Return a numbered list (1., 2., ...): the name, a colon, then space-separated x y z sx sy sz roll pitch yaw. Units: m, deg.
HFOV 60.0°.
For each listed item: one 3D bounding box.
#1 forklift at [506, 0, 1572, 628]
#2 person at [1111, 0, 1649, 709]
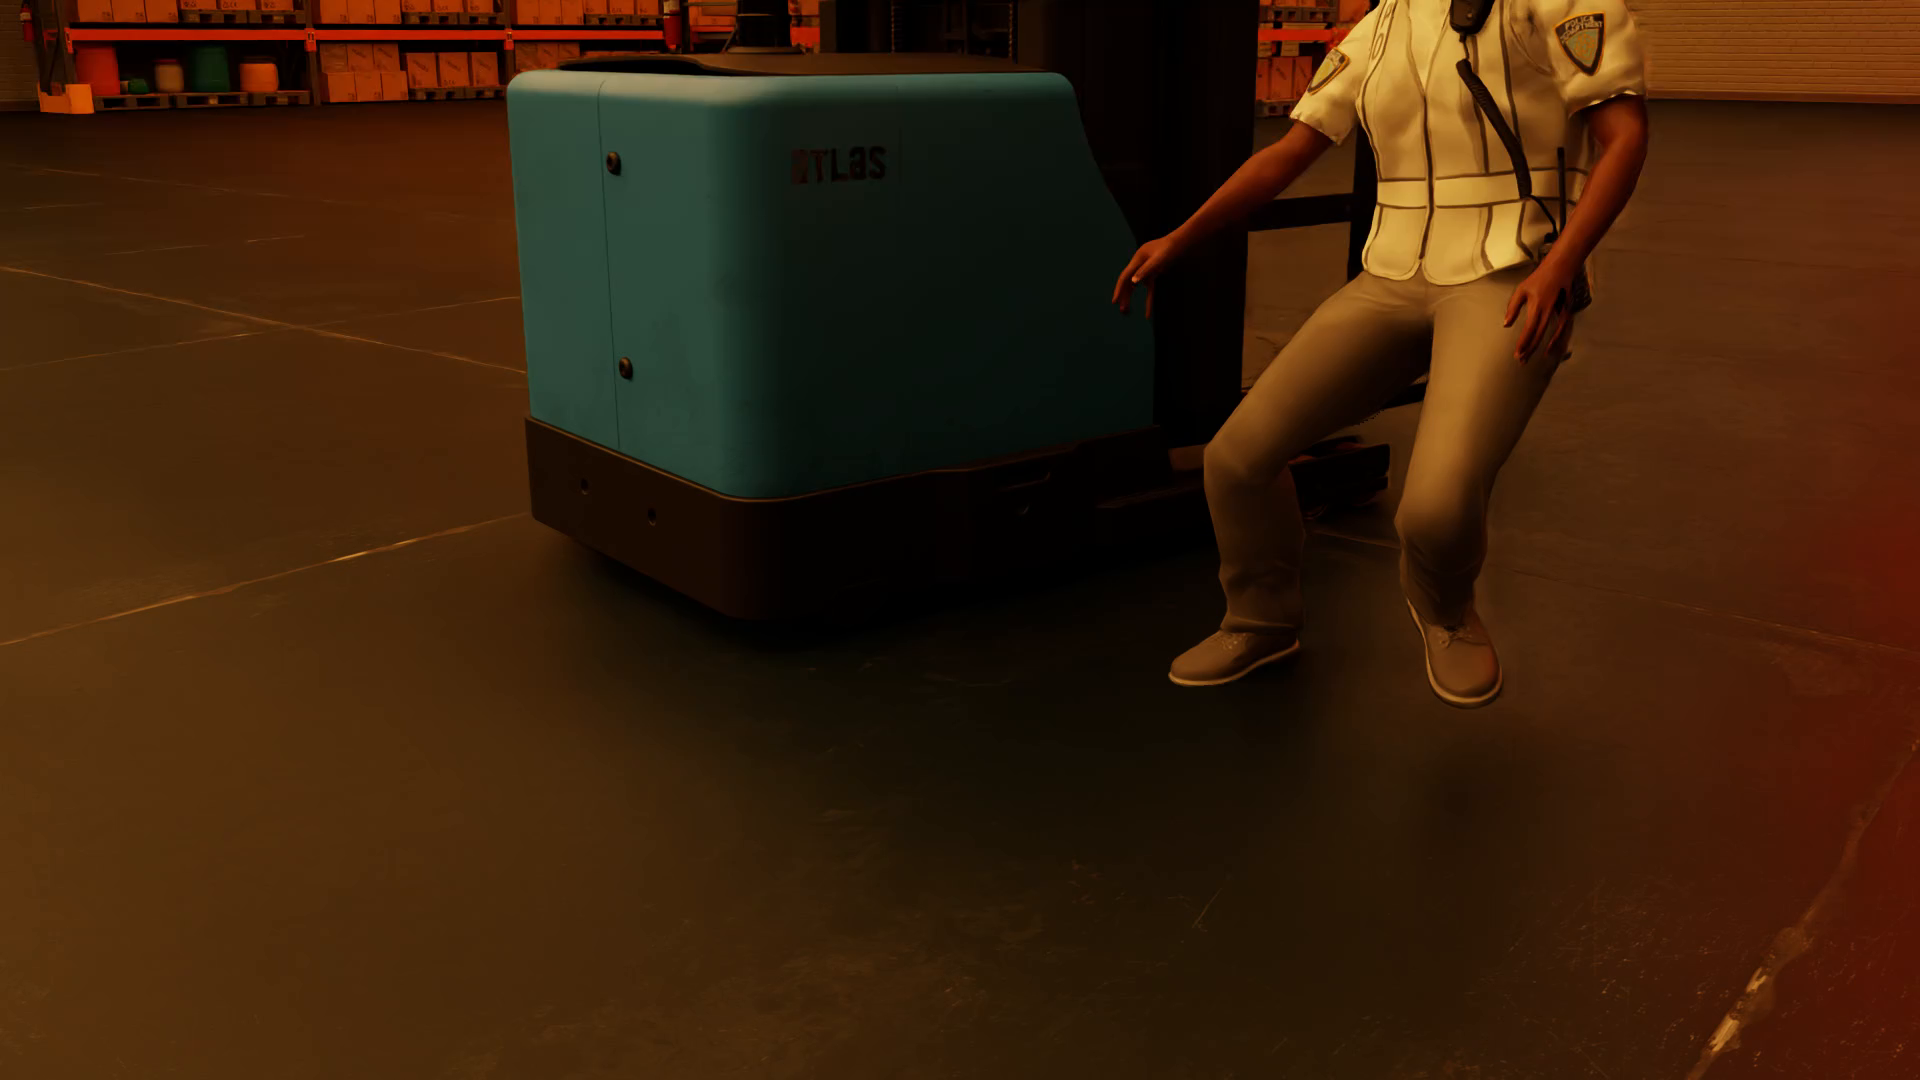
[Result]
1. forklift: 0.466 -1.558 4.027 3.031 2.935 1.130 -13 21 -37
2. person: 0.692 -0.410 2.696 0.612 1.536 0.727 -11 20 -33
